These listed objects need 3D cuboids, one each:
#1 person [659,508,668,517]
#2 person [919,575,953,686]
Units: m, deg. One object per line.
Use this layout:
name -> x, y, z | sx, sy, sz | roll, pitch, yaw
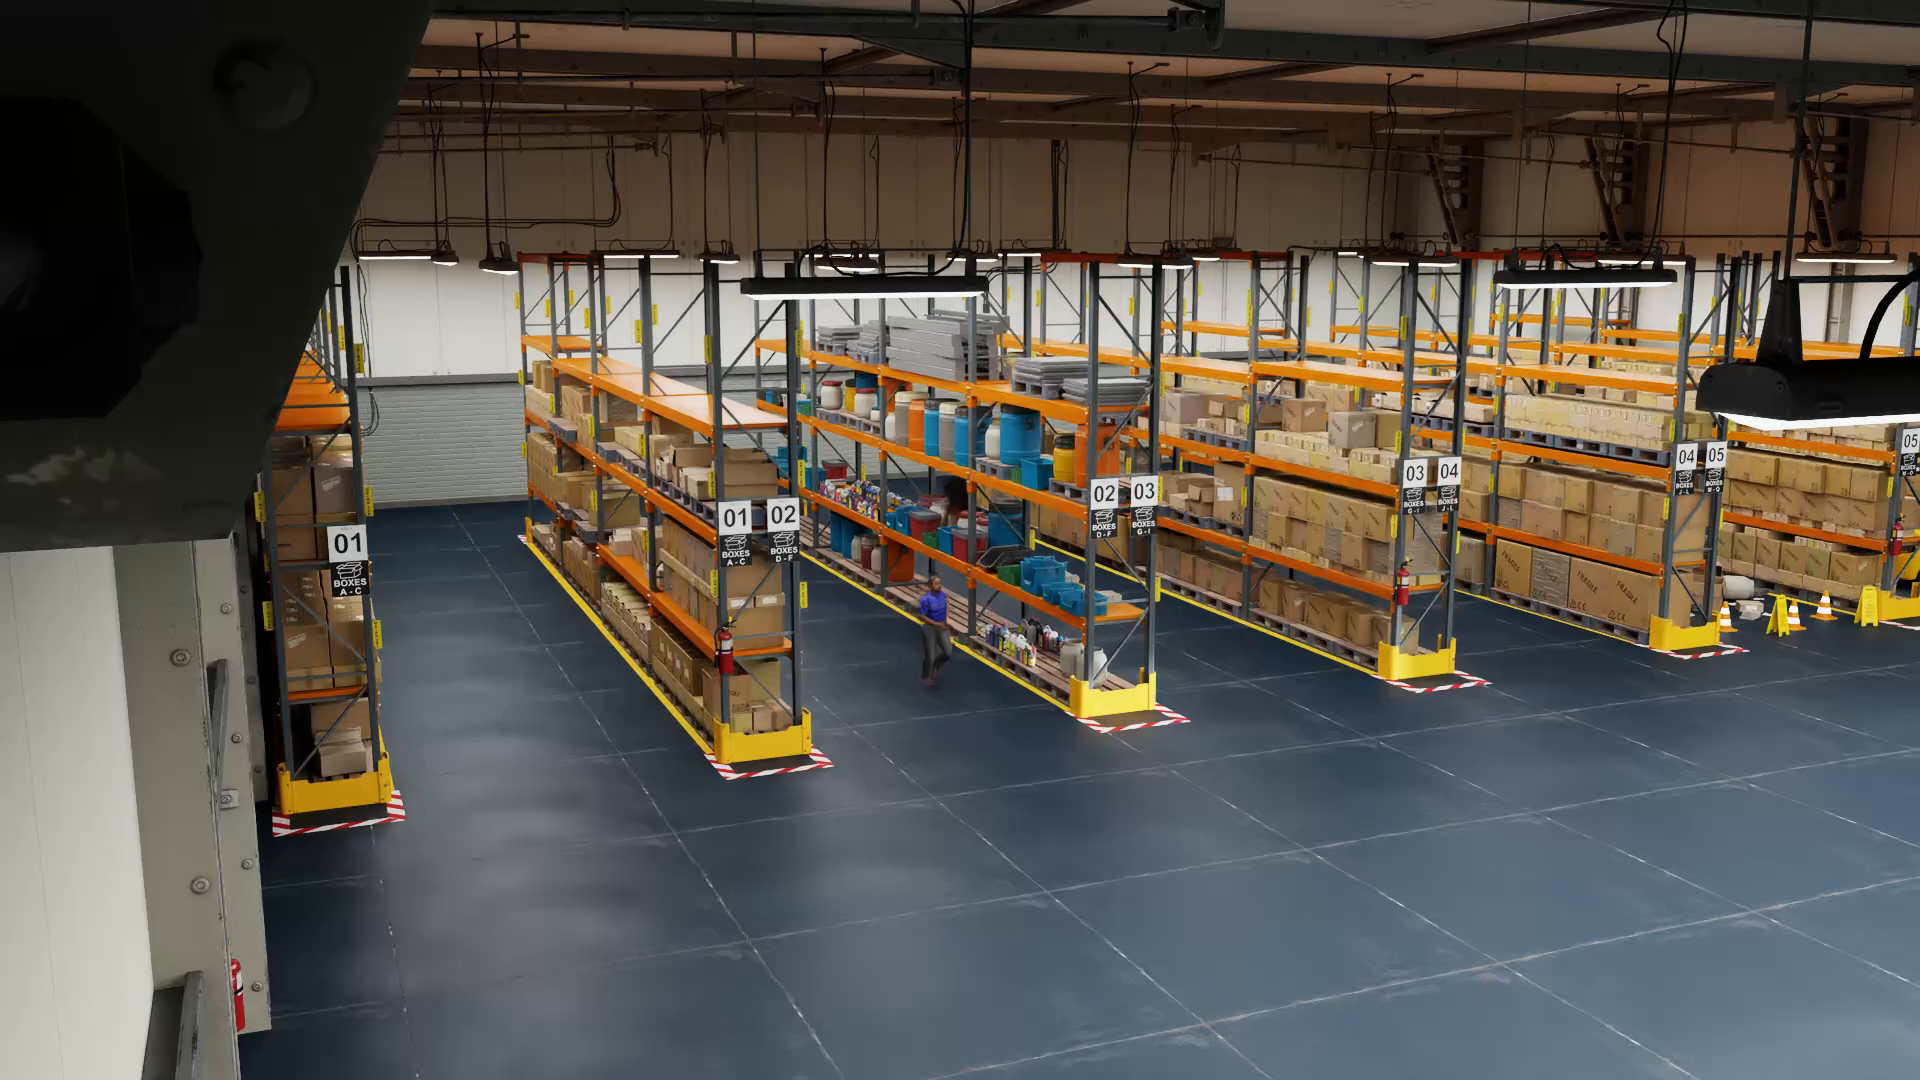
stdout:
person -> -6.172, -0.836, 34.798 | 0.679, 1.752, 0.911 | -5, 12, -26
person -> -0.319, 1.288, 23.461 | 0.551, 1.610, 0.665 | -7, 13, -35
